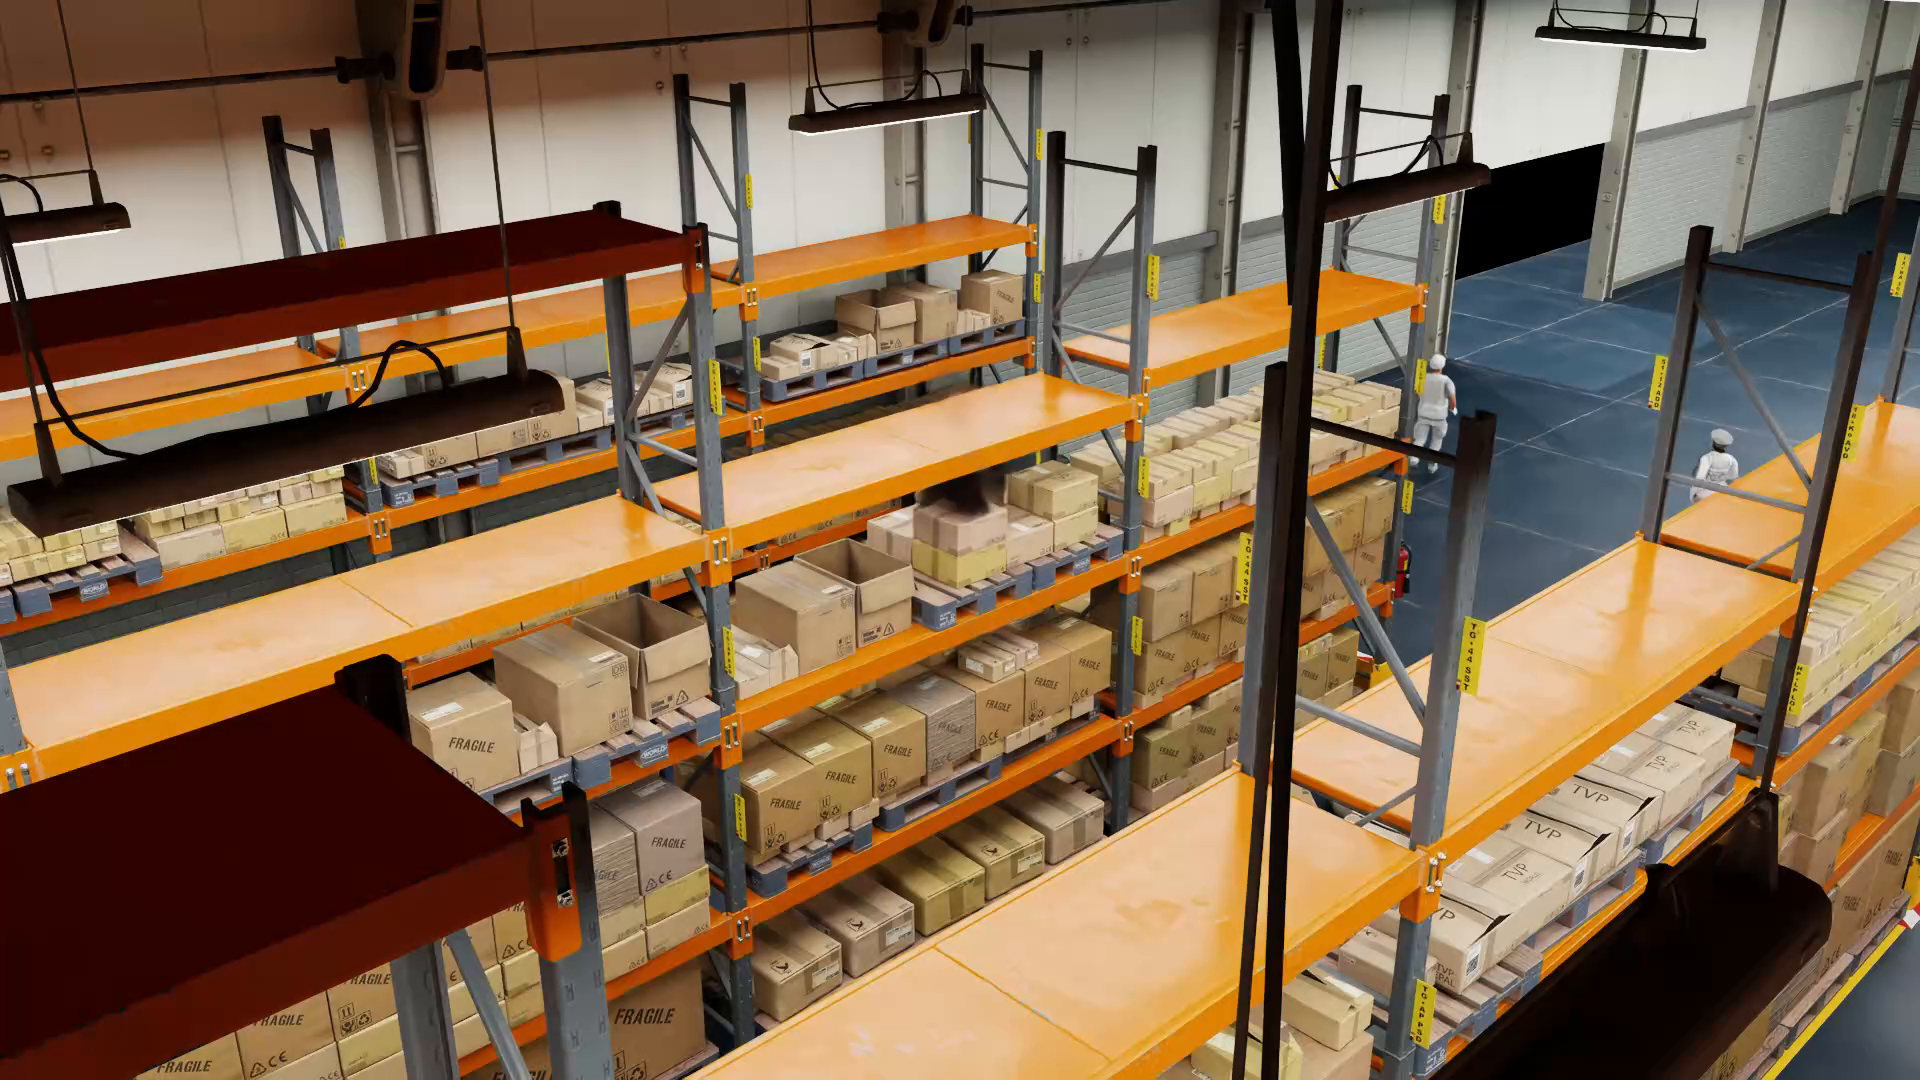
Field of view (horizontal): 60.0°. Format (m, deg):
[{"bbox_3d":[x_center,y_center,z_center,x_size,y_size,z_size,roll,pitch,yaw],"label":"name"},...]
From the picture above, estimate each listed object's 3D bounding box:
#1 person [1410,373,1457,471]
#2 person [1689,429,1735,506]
[{"bbox_3d":[6.390,-1.581,22.612,0.636,1.460,0.759,12,25,26],"label":"person"},{"bbox_3d":[8.845,-0.465,19.718,0.467,1.722,0.866,0,22,0],"label":"person"}]
